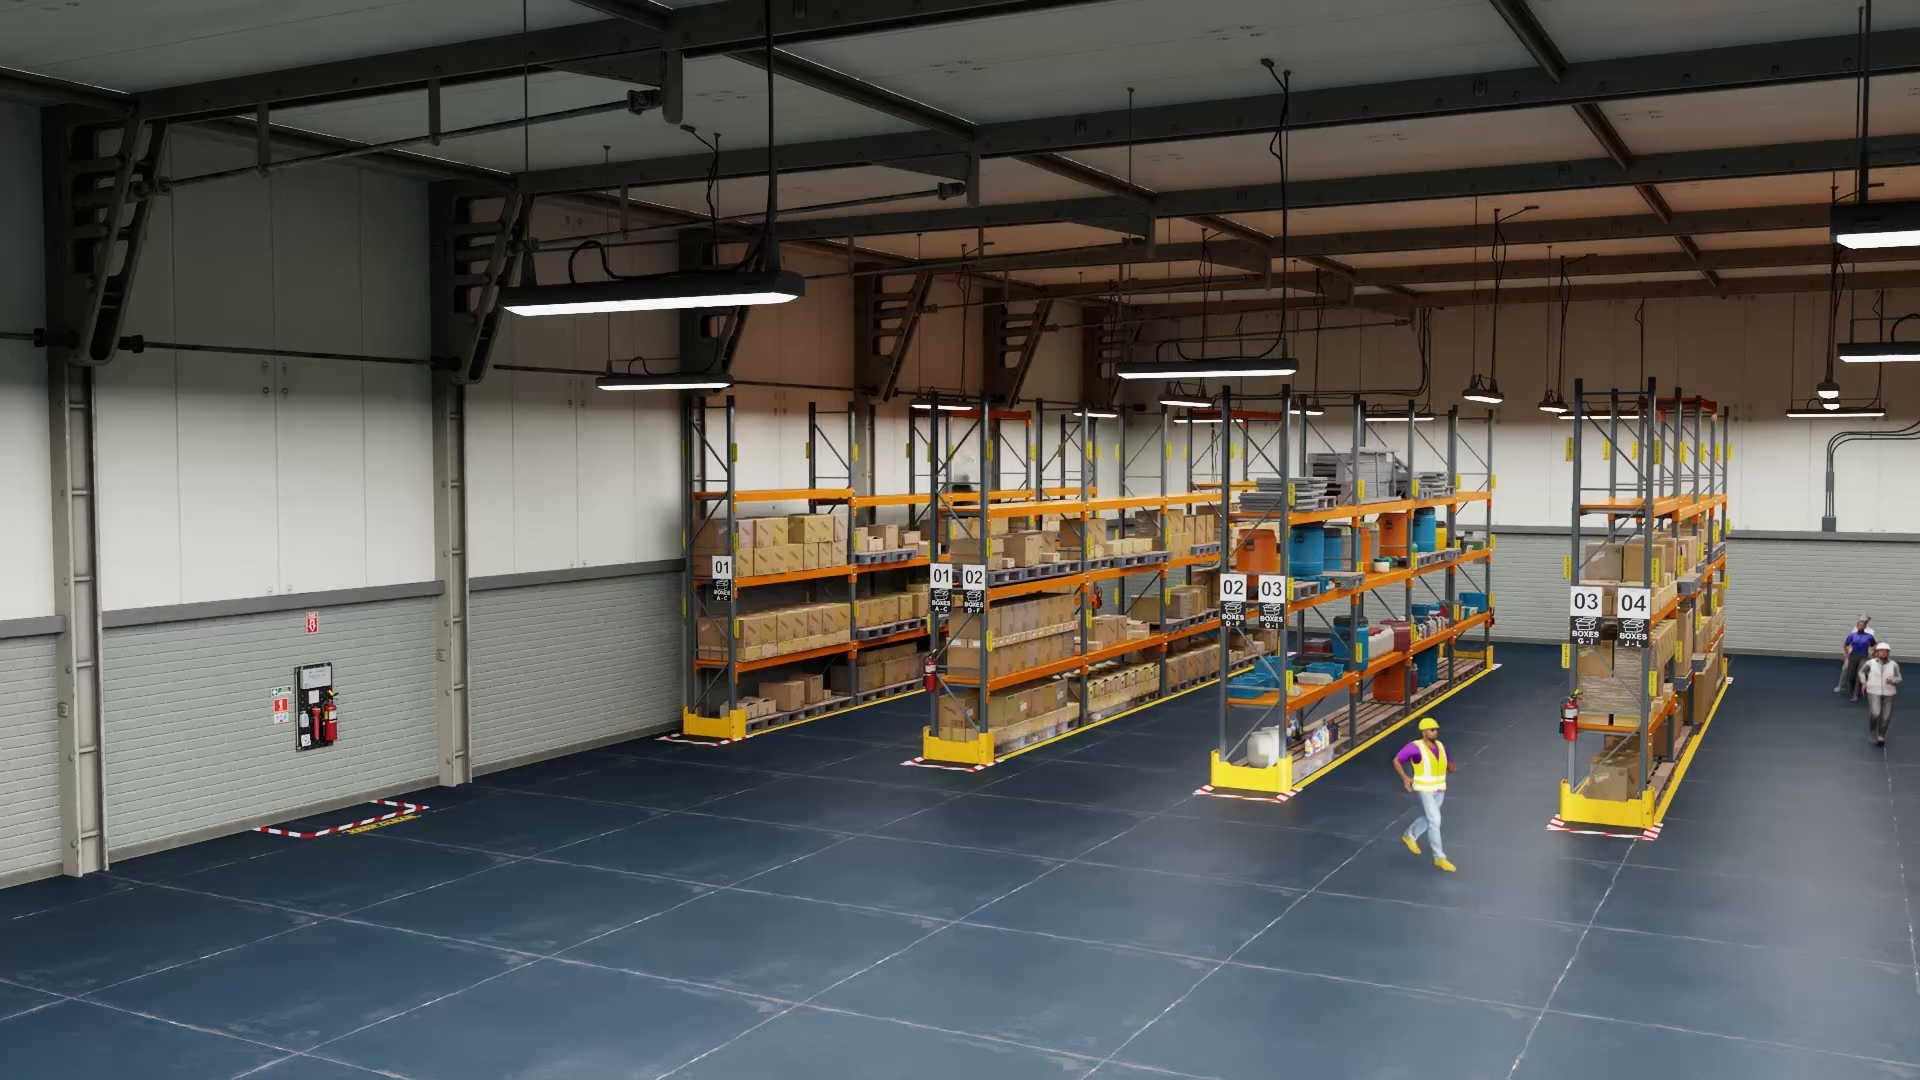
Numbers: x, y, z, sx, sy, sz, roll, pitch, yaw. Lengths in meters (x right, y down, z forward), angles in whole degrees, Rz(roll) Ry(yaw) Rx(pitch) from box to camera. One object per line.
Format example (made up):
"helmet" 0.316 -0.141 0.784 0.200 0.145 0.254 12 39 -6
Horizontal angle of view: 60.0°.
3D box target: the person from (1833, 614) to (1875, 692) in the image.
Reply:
"person" 18.685 2.340 34.502 0.926 1.641 0.623 -2 3 -31

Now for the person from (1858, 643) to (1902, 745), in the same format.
"person" 15.688 2.625 28.327 0.630 1.752 0.676 1 3 20

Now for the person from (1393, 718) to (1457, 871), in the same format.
"person" 5.681 3.030 20.127 0.699 1.759 0.980 -2 3 -30

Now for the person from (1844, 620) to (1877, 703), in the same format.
"person" 18.170 2.443 33.572 0.603 1.623 0.812 2 3 31
